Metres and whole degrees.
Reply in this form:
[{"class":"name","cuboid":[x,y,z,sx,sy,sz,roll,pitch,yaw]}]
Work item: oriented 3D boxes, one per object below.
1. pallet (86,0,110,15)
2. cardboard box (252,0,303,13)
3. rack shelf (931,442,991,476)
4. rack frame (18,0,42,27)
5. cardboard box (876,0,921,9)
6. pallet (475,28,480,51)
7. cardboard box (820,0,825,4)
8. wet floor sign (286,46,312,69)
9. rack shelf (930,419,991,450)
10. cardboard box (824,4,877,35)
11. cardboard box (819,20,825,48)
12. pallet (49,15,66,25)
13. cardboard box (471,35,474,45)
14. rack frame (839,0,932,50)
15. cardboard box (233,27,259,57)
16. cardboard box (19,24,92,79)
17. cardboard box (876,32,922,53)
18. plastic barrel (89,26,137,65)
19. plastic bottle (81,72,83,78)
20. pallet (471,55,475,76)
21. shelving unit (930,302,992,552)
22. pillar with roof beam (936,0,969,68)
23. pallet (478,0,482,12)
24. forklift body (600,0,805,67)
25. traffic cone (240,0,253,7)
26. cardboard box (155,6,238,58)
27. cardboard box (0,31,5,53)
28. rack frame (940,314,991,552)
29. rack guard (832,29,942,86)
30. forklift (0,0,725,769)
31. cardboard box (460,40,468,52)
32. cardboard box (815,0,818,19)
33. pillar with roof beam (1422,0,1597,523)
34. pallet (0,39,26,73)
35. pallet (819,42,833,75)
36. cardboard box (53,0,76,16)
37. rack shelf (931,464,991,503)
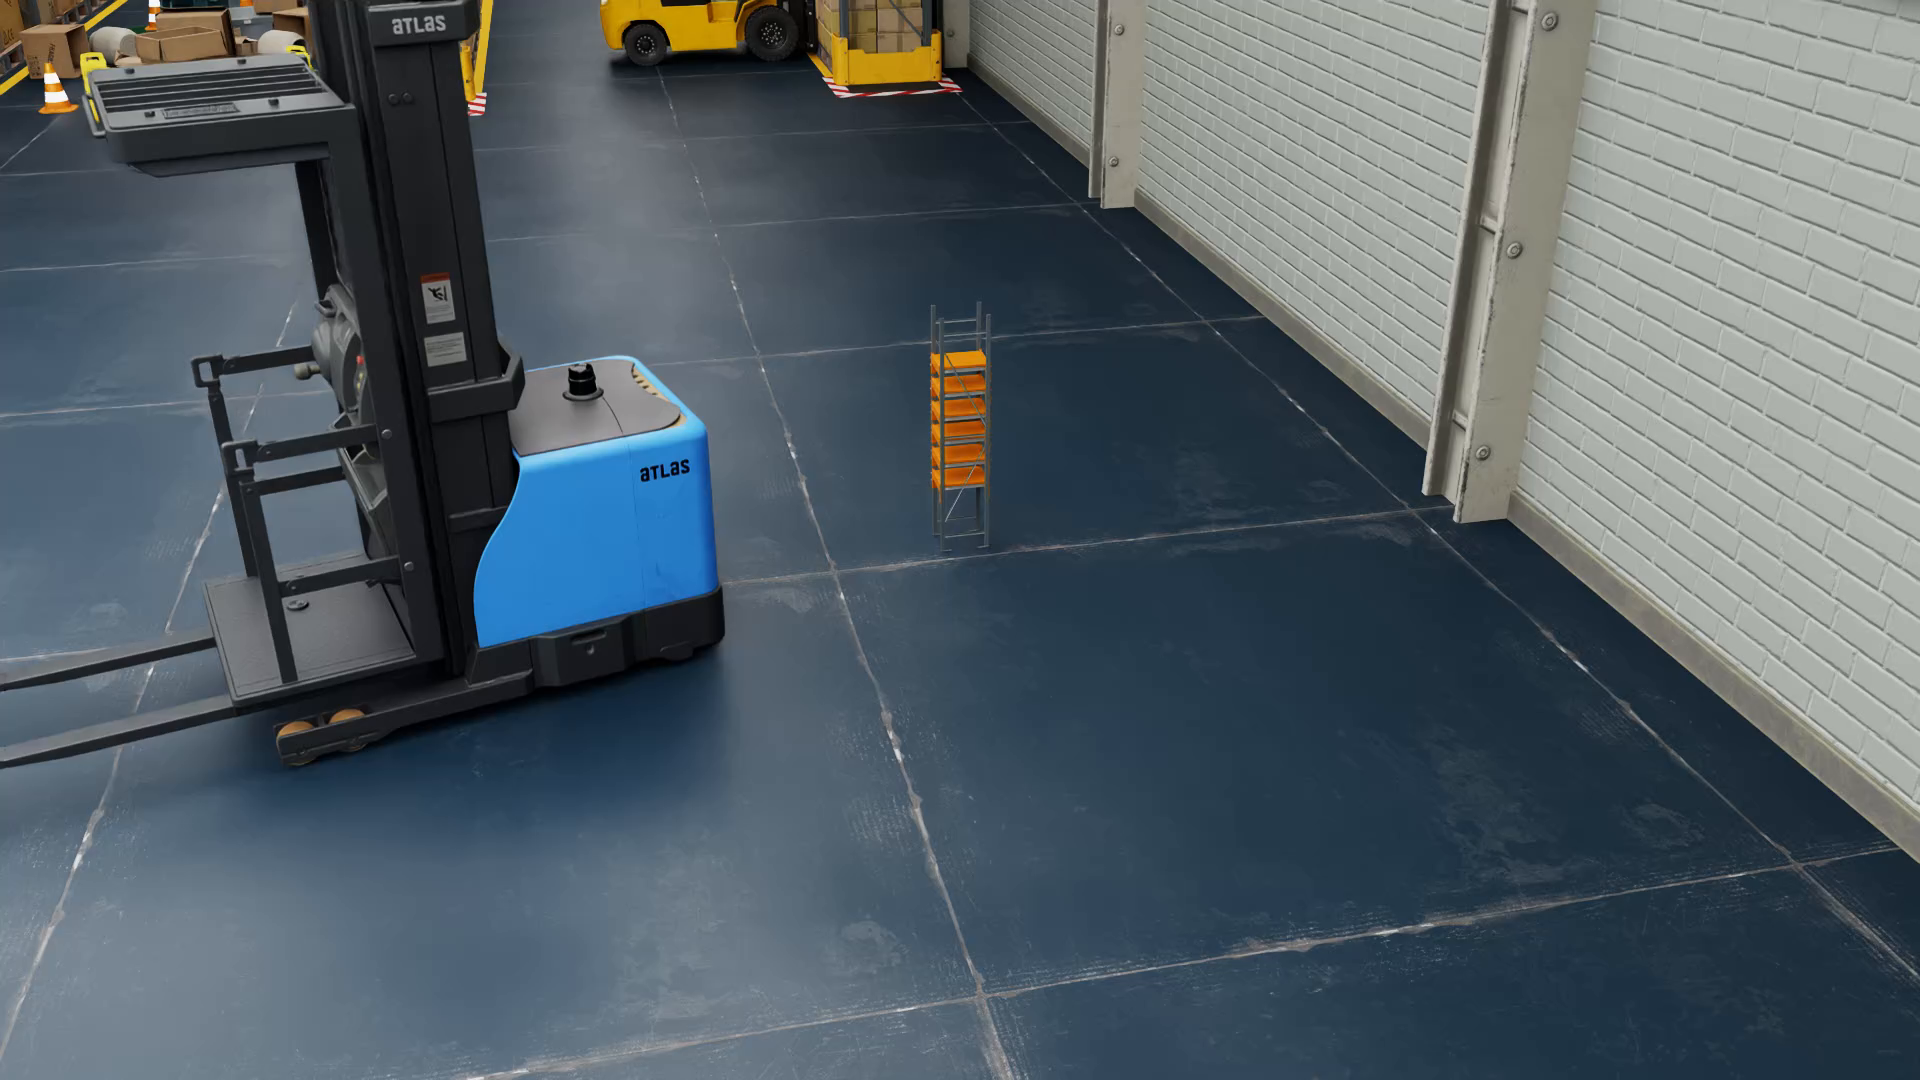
[{"class":"pallet","cuboid":[-12.135,-7.257,22.394,1.003,0.211,1.213,-6,27,-12]},{"class":"cardboard box","cuboid":[-8.265,-6.675,20.079,0.500,0.500,0.500,-6,27,-12]},{"class":"rack shelf","cuboid":[0.003,-0.382,8.041,0.258,0.103,0.180,-6,27,-12]},{"class":"rack frame","cuboid":[-11.338,-7.100,18.987,1.000,3.000,0.127,-6,27,-12]},{"class":"cardboard box","cuboid":[-0.725,-6.033,18.350,0.500,0.250,0.500,-6,27,-12]},{"class":"pallet","cuboid":[-6.352,-6.111,20.122,1.003,0.211,1.213,-6,27,-12]},{"class":"cardboard box","cuboid":[-1.330,-6.197,18.674,0.500,0.250,0.500,-5,27,-11]},{"class":"wet floor sign","cuboid":[-6.636,-4.648,16.742,0.267,0.644,0.232,3,27,6]},{"class":"rack shelf","cuboid":[0.003,-0.490,7.987,0.258,0.103,0.180,-6,27,-12]},{"class":"cardboard box","cuboid":[-1.216,-5.761,18.367,0.500,0.250,0.500,-6,27,-12]},{"class":"cardboard box","cuboid":[-1.318,-5.750,18.898,0.500,0.250,0.500,-6,27,-12]},{"class":"pallet","cuboid":[-11.585,-6.186,20.271,1.003,0.211,1.213,-6,27,-12]},{"class":"cardboard box","cuboid":[-5.792,-5.696,18.792,0.500,0.250,0.500,-4,27,-8]},{"class":"rack frame","cuboid":[-0.801,-6.396,17.594,1.000,3.000,0.127,-6,27,-12]},{"class":"cardboard box","cuboid":[-8.445,-5.851,19.547,0.396,0.266,0.258,19,32,32]},{"class":"cardboard box","cuboid":[-9.988,-5.408,18.406,0.500,0.500,0.500,-1,27,-3]},{"class":"cardboard box","cuboid":[-0.722,-5.592,18.585,0.500,0.250,0.500,-6,27,-11]},{"class":"plastic barrel","cuboid":[-9.588,-5.607,18.890,0.512,0.421,0.421,13,30,24]},{"class":"plastic bottle","cuboid":[-9.546,-5.142,18.370,0.283,0.061,0.133,-16,31,-29]},{"class":"pallet","cuboid":[-5.802,-5.039,18.000,1.003,0.211,1.213,-6,27,-12]},{"class":"shelving unit","cuboid":[0.003,-0.529,7.967,0.258,1.200,0.189,-6,27,-12]},{"class":"pillar with roof beam","cuboid":[-4.274,-9.035,16.163,9.100,9.000,0.400,-6,27,-12]},{"class":"pallet","cuboid":[-6.993,-7.280,22.439,1.003,0.211,1.213,-6,27,-12]},{"class":"forklift body","cuboid":[-3.006,-6.665,19.067,2.313,2.155,1.214,-6,27,-12]},{"class":"traffic cone","cuboid":[-9.221,-6.942,21.490,0.336,0.463,0.334,-6,27,-12]},{"class":"cardboard box","cuboid":[-8.718,-5.761,18.954,0.797,0.637,0.503,-6,27,-12]},{"class":"cardboard box","cuboid":[-11.057,-5.660,18.027,0.875,0.875,0.875,-6,27,-11]},{"class":"rack frame","cuboid":[0.024,-0.489,7.887,0.240,1.200,0.006,-6,27,-12]},{"class":"rack guard","cuboid":[-0.796,-5.270,18.136,1.175,0.500,0.348,-6,27,-12]},{"class":"forklift","cuboid":[-2.573,-0.700,6.384,3.031,2.935,1.130,-14,30,-25]},{"class":"cardboard box","cuboid":[-5.549,-5.233,17.874,0.500,0.250,0.500,-6,27,-12]},{"class":"cardboard box","cuboid":[-1.455,-6.207,19.250,0.500,0.250,0.500,-7,28,-13]},{"class":"pillar with roof beam","cuboid":[-1.570,-3.767,5.726,9.100,9.000,0.400,-6,27,-12]},{"class":"pallet","cuboid":[-11.243,-5.513,18.938,1.003,0.211,1.213,-6,27,-12]},{"class":"pallet","cuboid":[-1.015,-5.483,18.879,1.003,0.211,1.213,-6,27,-12]},{"class":"cardboard box","cuboid":[-11.779,-6.970,20.761,1.050,0.750,0.750,-6,27,-12]},{"class":"rack shelf","cuboid":[0.003,-0.275,8.095,0.258,0.103,0.180,-6,27,-12]}]
